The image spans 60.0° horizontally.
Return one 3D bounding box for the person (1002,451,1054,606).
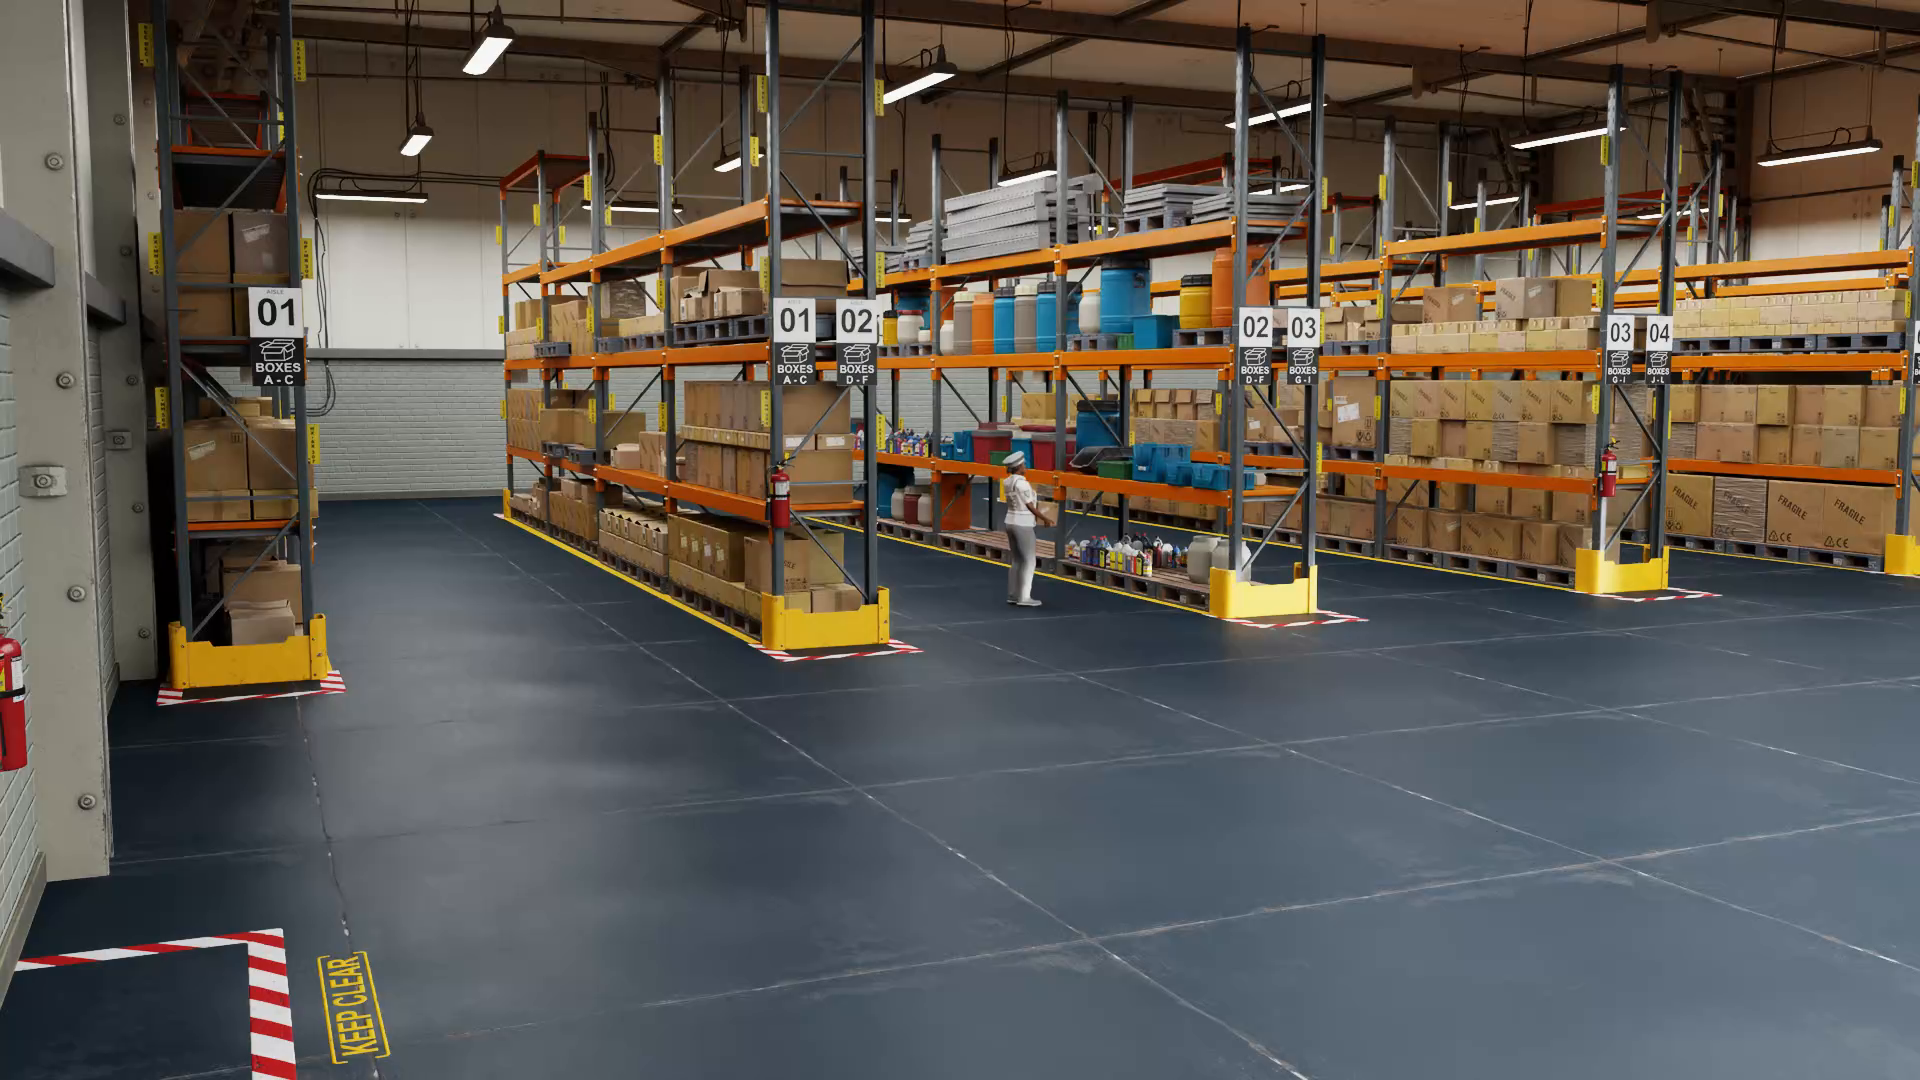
[{"bbox_3d":[0.732,-0.134,18.241,0.533,1.689,0.449,-2,6,-24],"label":"person"}]
